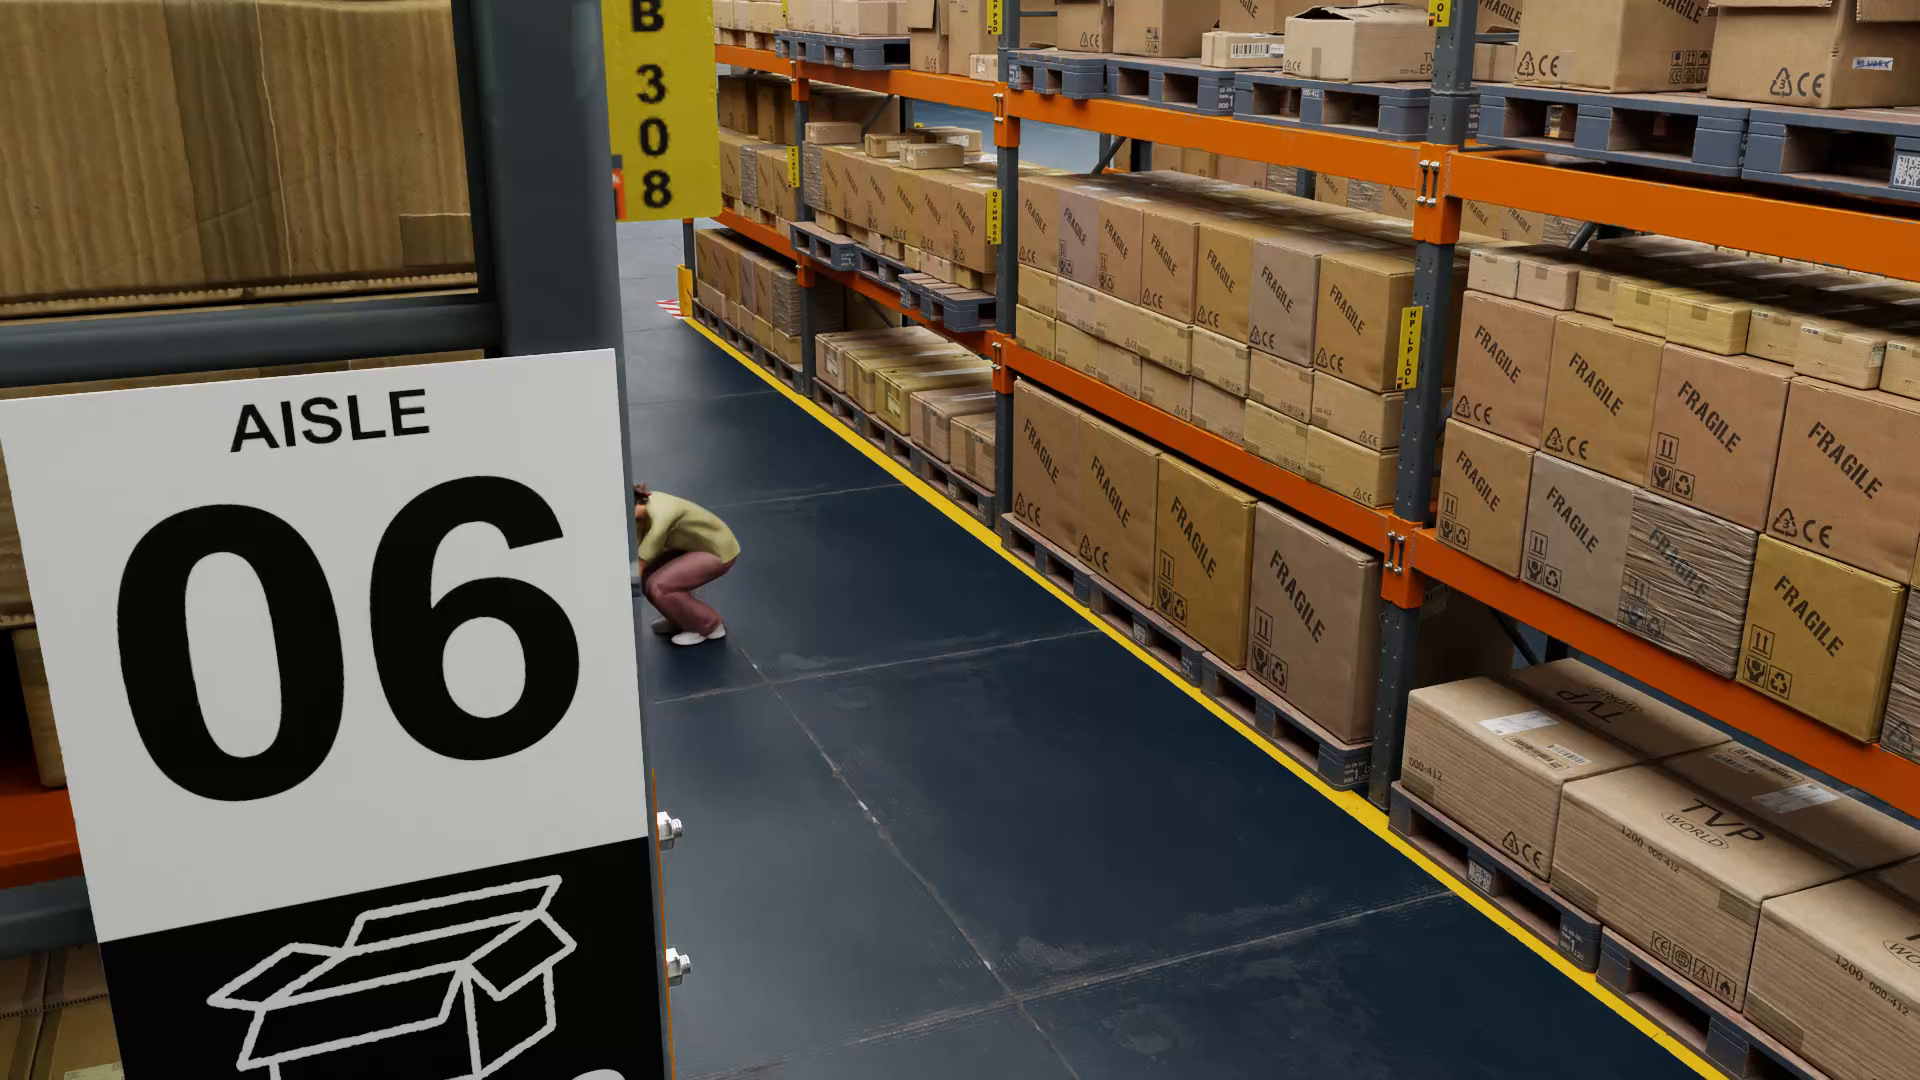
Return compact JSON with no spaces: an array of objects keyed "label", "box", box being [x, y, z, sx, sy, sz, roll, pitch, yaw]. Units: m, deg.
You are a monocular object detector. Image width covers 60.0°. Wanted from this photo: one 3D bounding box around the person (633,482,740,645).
[{"label":"person","box":[-1.591,0.098,8.934,0.824,0.935,0.454,-8,21,-23]}]
